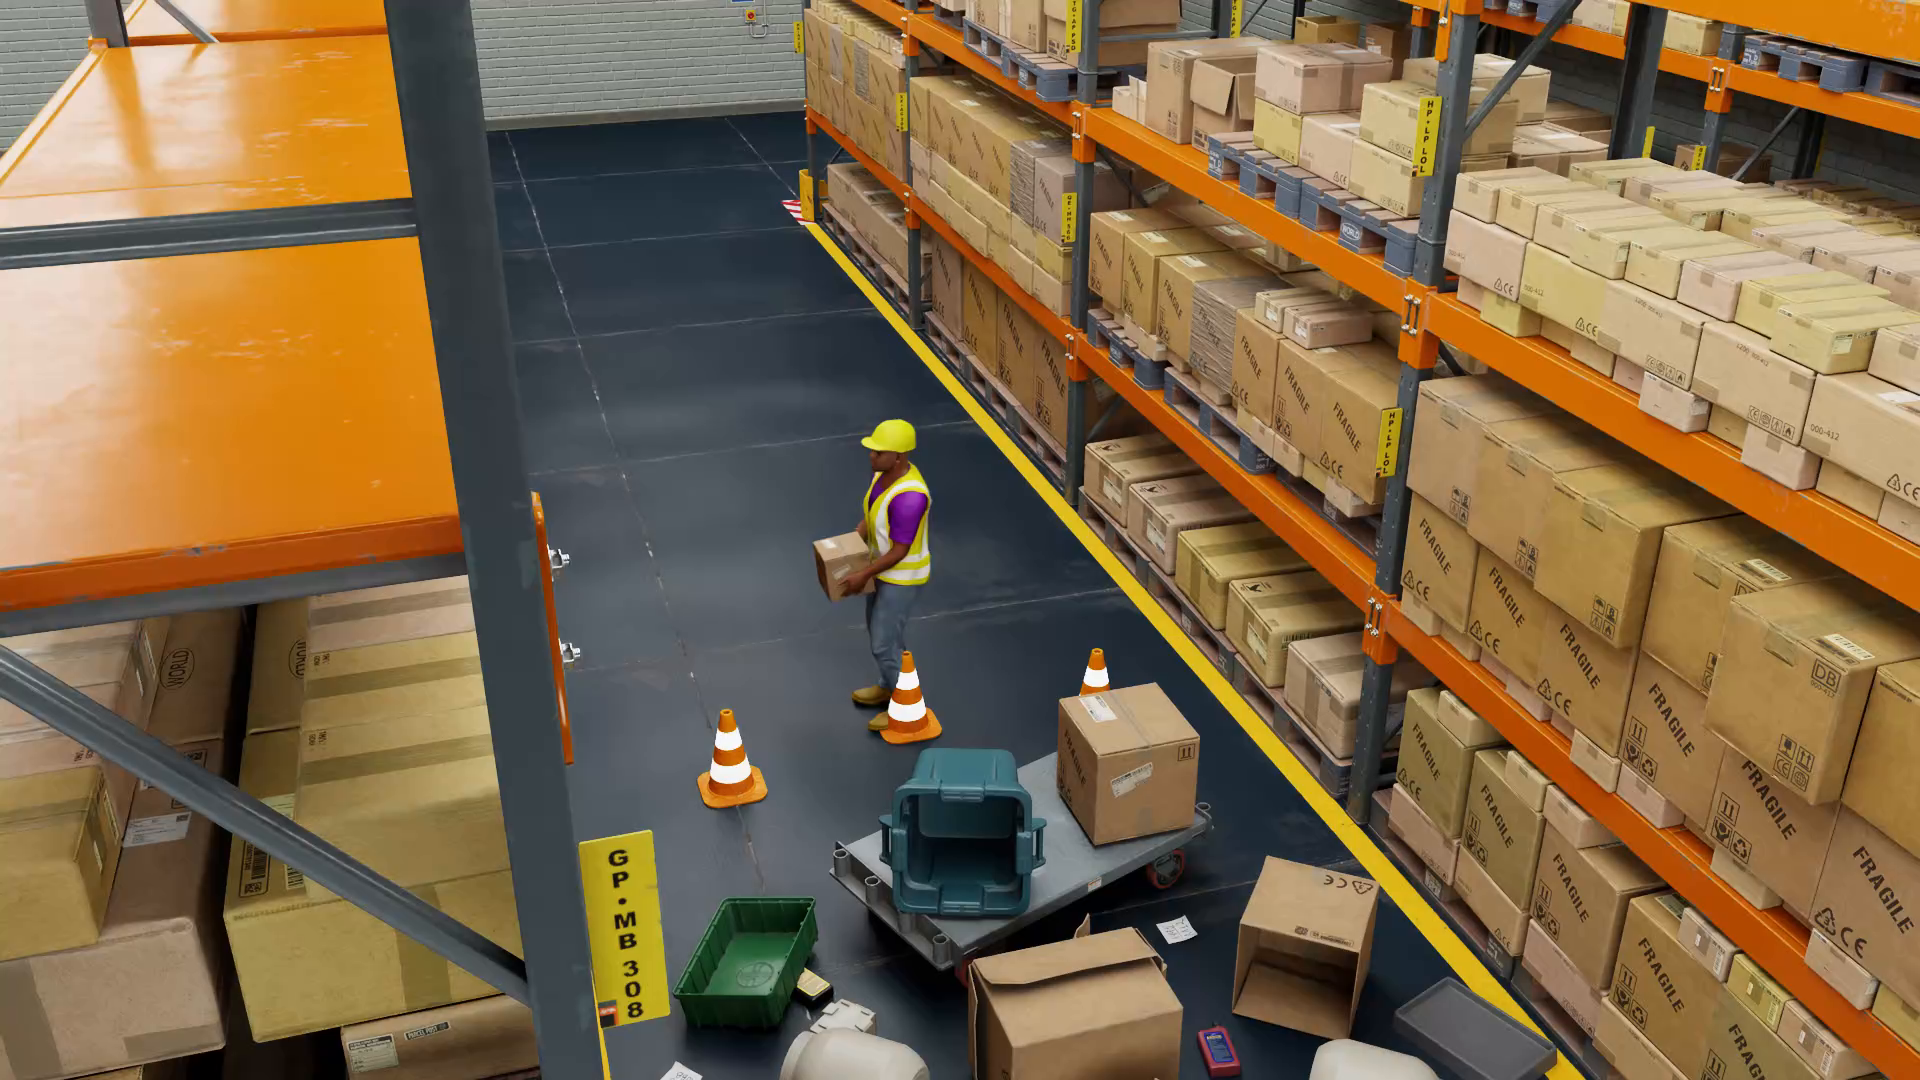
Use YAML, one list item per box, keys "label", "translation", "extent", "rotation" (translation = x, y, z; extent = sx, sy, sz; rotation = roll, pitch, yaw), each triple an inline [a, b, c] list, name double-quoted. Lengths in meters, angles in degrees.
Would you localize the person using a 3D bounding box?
- label: "person"
  translation: [-0.436, 0.190, 8.954]
  extent: [0.539, 1.774, 0.549]
  rotation: [-8, 27, -16]
